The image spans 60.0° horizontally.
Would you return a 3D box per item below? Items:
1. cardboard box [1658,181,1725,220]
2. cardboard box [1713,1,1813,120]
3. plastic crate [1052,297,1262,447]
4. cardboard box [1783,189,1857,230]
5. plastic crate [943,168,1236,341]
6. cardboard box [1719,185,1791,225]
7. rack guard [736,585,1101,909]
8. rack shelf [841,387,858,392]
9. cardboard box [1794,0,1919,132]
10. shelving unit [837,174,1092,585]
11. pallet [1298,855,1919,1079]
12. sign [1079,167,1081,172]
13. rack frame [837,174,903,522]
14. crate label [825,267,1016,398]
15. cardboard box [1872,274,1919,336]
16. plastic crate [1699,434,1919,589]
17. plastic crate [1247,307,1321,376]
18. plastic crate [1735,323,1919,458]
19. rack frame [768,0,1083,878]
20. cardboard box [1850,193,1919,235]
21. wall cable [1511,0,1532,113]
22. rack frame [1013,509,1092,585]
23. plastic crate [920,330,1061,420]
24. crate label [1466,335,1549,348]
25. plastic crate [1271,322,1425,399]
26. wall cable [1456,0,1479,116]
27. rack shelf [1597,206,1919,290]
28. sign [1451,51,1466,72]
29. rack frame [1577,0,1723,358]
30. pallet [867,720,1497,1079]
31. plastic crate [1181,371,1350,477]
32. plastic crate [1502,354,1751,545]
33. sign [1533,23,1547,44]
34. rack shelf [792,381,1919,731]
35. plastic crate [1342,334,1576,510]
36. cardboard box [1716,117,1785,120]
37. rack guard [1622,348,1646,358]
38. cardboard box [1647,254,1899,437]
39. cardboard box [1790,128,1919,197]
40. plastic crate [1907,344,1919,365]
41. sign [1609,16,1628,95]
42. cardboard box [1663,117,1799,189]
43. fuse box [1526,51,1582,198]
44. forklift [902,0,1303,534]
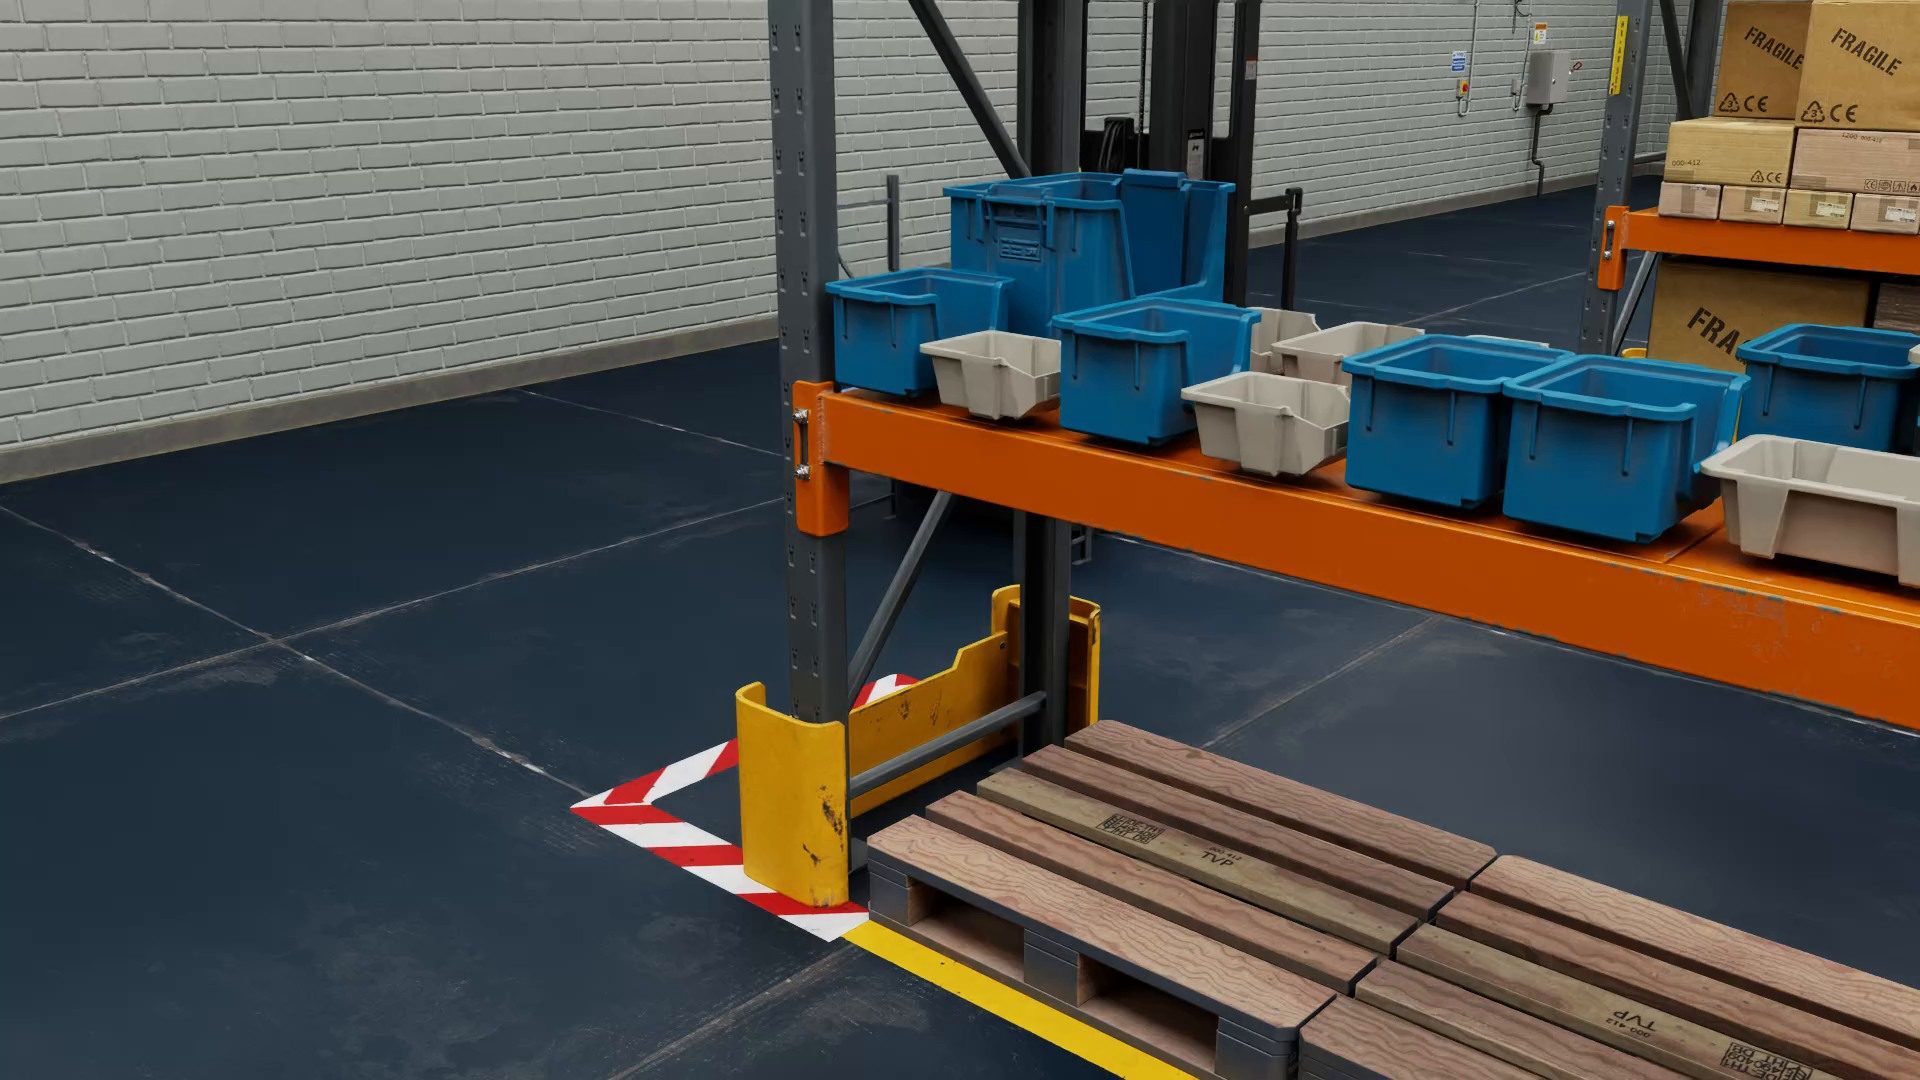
[{"bbox_3d":[3.280,-1.513,7.334,0.250,0.149,0.380,15,23,40],"label":"cardboard box"},{"bbox_3d":[3.773,-2.168,7.500,0.500,0.500,0.500,15,23,40],"label":"cardboard box"},{"bbox_3d":[0.405,-0.350,3.434,0.300,0.233,0.416,15,23,39],"label":"plastic crate"},{"bbox_3d":[3.665,-1.410,7.011,0.250,0.149,0.380,14,23,38],"label":"cardboard box"},{"bbox_3d":[0.320,-0.678,4.132,0.499,0.435,0.616,15,23,39],"label":"plastic crate"},{"bbox_3d":[3.473,-1.461,7.173,0.250,0.149,0.380,15,23,38],"label":"cardboard box"},{"bbox_3d":[-0.081,0.532,4.609,0.348,0.500,1.175,15,23,39],"label":"rack guard"},{"bbox_3d":[-0.026,-0.498,6.794,1.000,0.185,0.538,14,22,36],"label":"rack shelf"},{"bbox_3d":[3.787,-1.948,6.808,0.500,0.500,0.500,14,23,38],"label":"cardboard box"},{"bbox_3d":[-0.026,-0.669,6.740,1.048,1.500,0.538,14,22,36],"label":"shelving unit"},{"bbox_3d":[1.445,1.091,3.326,1.213,0.211,1.003,15,23,39],"label":"pallet"},{"bbox_3d":[0.299,-0.863,4.603,0.005,0.325,0.100,15,23,39],"label":"sign"},{"bbox_3d":[-0.424,-0.765,7.041,0.032,1.500,0.500,14,22,36],"label":"rack frame"},{"bbox_3d":[-0.088,-0.482,3.851,0.303,0.233,0.416,15,23,39],"label":"crate label"},{"bbox_3d":[4.446,-0.673,7.090,0.875,0.875,0.875,15,23,39],"label":"cardboard box"},{"bbox_3d":[1.436,-0.039,2.613,0.466,0.136,0.293,15,23,39],"label":"plastic crate"},{"bbox_3d":[0.676,-0.438,3.869,0.243,0.136,0.396,15,23,39],"label":"plastic crate"},{"bbox_3d":[1.652,-0.252,3.125,0.300,0.233,0.416,15,23,39],"label":"plastic crate"},{"bbox_3d":[-0.054,-0.658,4.225,0.127,3.000,1.000,15,23,39],"label":"rack frame"},{"bbox_3d":[3.861,-1.358,6.847,0.250,0.149,0.380,15,23,38],"label":"cardboard box"},{"bbox_3d":[6.511,-5.955,19.237,0.122,1.984,0.588,15,23,39],"label":"wall cable"},{"bbox_3d":[0.372,-0.573,6.439,0.032,1.500,0.500,14,22,36],"label":"rack frame"},{"bbox_3d":[0.097,-0.353,3.603,0.298,0.136,0.250,15,23,39],"label":"plastic crate"},{"bbox_3d":[1.108,-0.326,3.517,0.243,0.136,0.396,15,23,39],"label":"crate label"},{"bbox_3d":[0.883,-0.376,3.676,0.243,0.136,0.396,15,23,39],"label":"plastic crate"},{"bbox_3d":[5.579,-5.646,18.213,0.123,1.953,0.585,15,23,39],"label":"wall cable"},{"bbox_3d":[4.730,-1.034,6.600,4.000,0.370,1.077,15,23,39],"label":"rack shelf"},{"bbox_3d":[5.501,-5.277,18.335,0.001,0.218,0.327,15,23,39],"label":"sign"},{"bbox_3d":[3.234,-1.778,7.756,0.127,3.000,1.000,15,23,39],"label":"rack frame"},{"bbox_3d":[0.537,0.846,4.098,1.213,0.211,1.003,15,23,39],"label":"pallet"},{"bbox_3d":[0.605,-0.217,3.174,0.298,0.136,0.250,15,23,39],"label":"plastic crate"},{"bbox_3d":[1.121,-0.158,2.828,0.300,0.233,0.416,15,23,39],"label":"plastic crate"},{"bbox_3d":[6.891,-6.016,19.744,0.001,0.242,0.339,15,23,39],"label":"sign"},{"bbox_3d":[1.442,0.087,3.069,4.000,0.370,1.077,15,23,39],"label":"rack shelf"},{"bbox_3d":[0.897,-0.218,3.018,0.300,0.233,0.416,15,23,39],"label":"plastic crate"},{"bbox_3d":[3.772,-1.811,7.616,0.500,0.250,0.500,15,23,38],"label":"cardboard box"},{"bbox_3d":[3.216,-0.592,8.149,0.348,0.500,1.175,15,23,39],"label":"rack guard"},{"bbox_3d":[3.765,-0.855,7.666,0.875,0.875,0.875,15,23,39],"label":"cardboard box"},{"bbox_3d":[3.807,-1.588,6.914,0.500,0.250,0.500,15,23,39],"label":"cardboard box"},{"bbox_3d":[1.918,-0.175,2.801,0.530,0.282,0.437,15,23,39],"label":"plastic crate"},{"bbox_3d":[2.861,-2.104,7.221,0.005,0.325,0.100,15,23,39],"label":"sign"},{"bbox_3d":[3.413,-1.691,7.238,0.500,0.250,0.500,14,23,38],"label":"cardboard box"},{"bbox_3d":[7.082,-4.979,19.972,0.414,1.711,0.539,15,23,39],"label":"fuse box"},{"bbox_3d":[1.030,-1.796,7.925,1.130,2.935,3.031,15,23,38],"label":"forklift"}]
